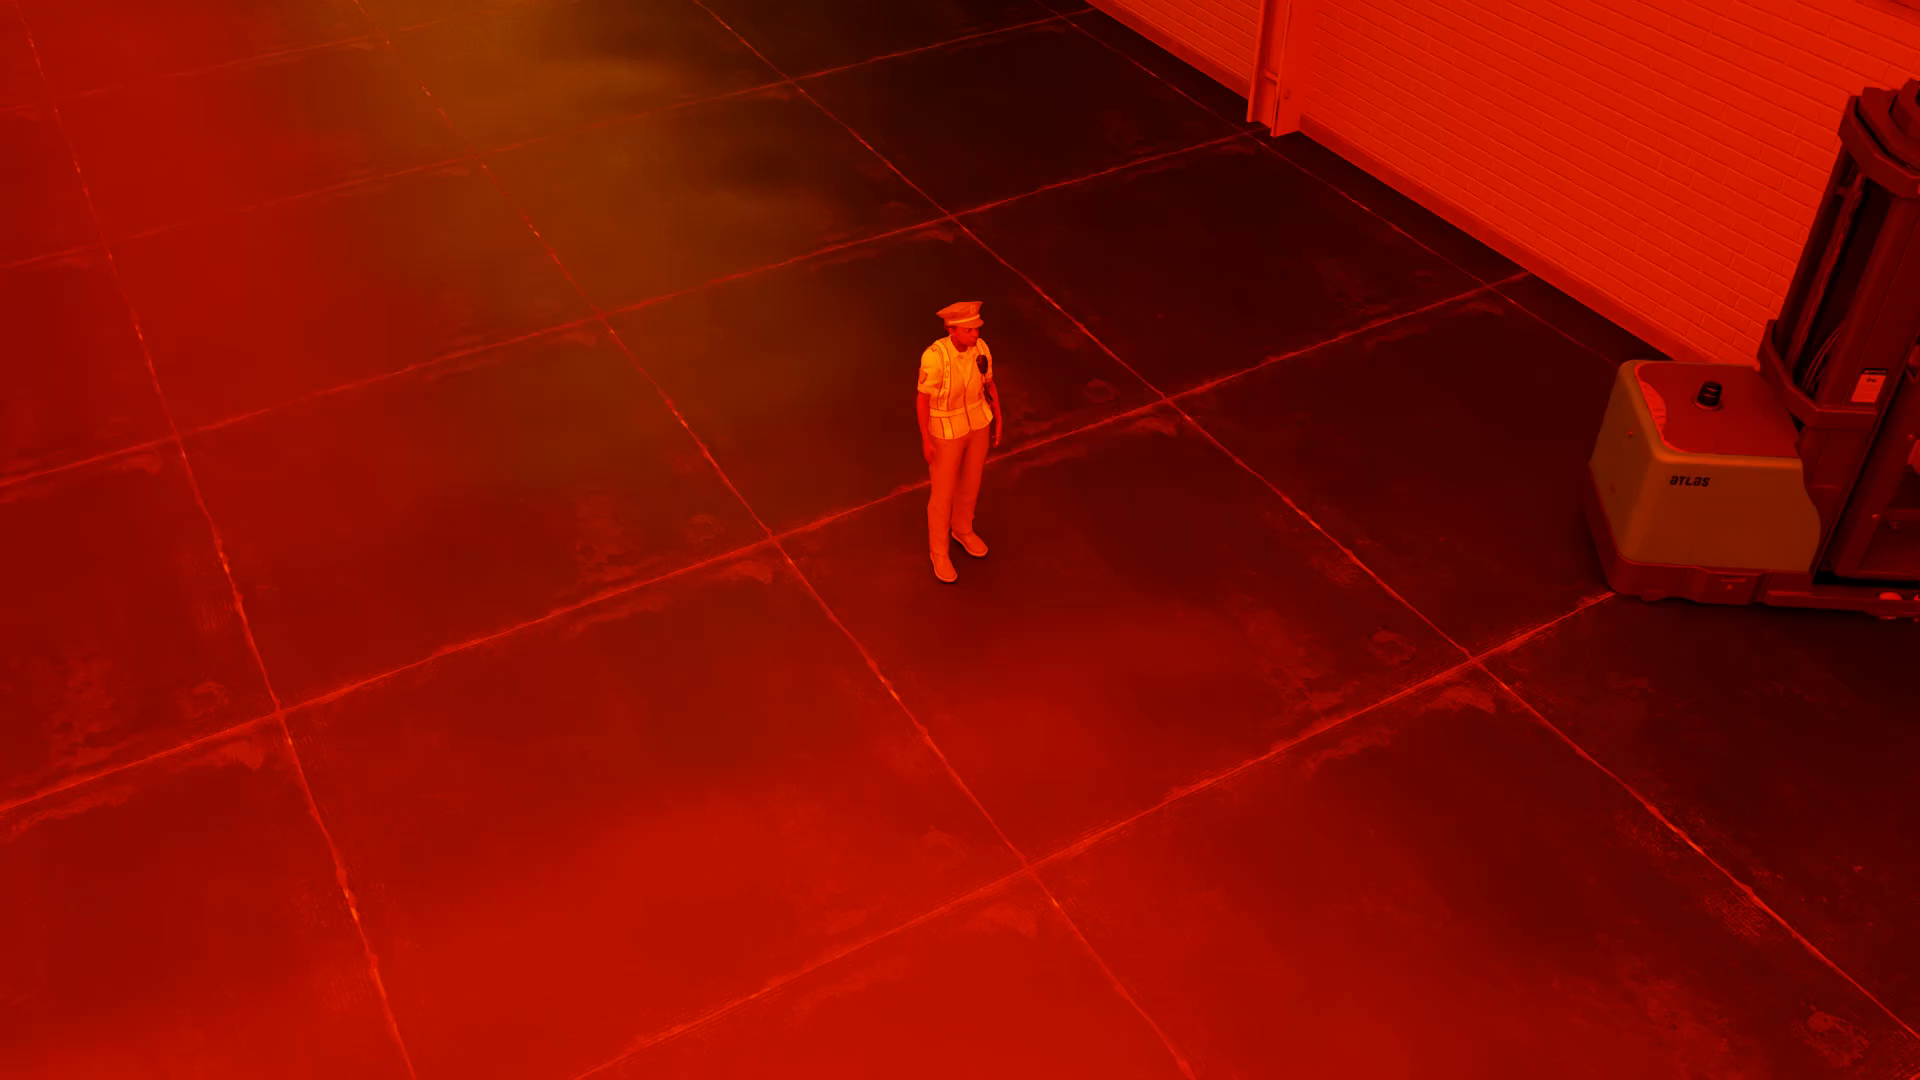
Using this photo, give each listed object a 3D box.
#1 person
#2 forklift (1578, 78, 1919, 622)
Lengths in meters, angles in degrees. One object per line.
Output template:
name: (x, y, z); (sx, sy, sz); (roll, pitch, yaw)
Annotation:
person: (0.020, -0.610, 9.729); (0.569, 1.695, 0.530); (-20, 44, -23)
forklift: (5.401, -1.005, 9.248); (3.031, 2.935, 1.130); (3, 40, 4)
